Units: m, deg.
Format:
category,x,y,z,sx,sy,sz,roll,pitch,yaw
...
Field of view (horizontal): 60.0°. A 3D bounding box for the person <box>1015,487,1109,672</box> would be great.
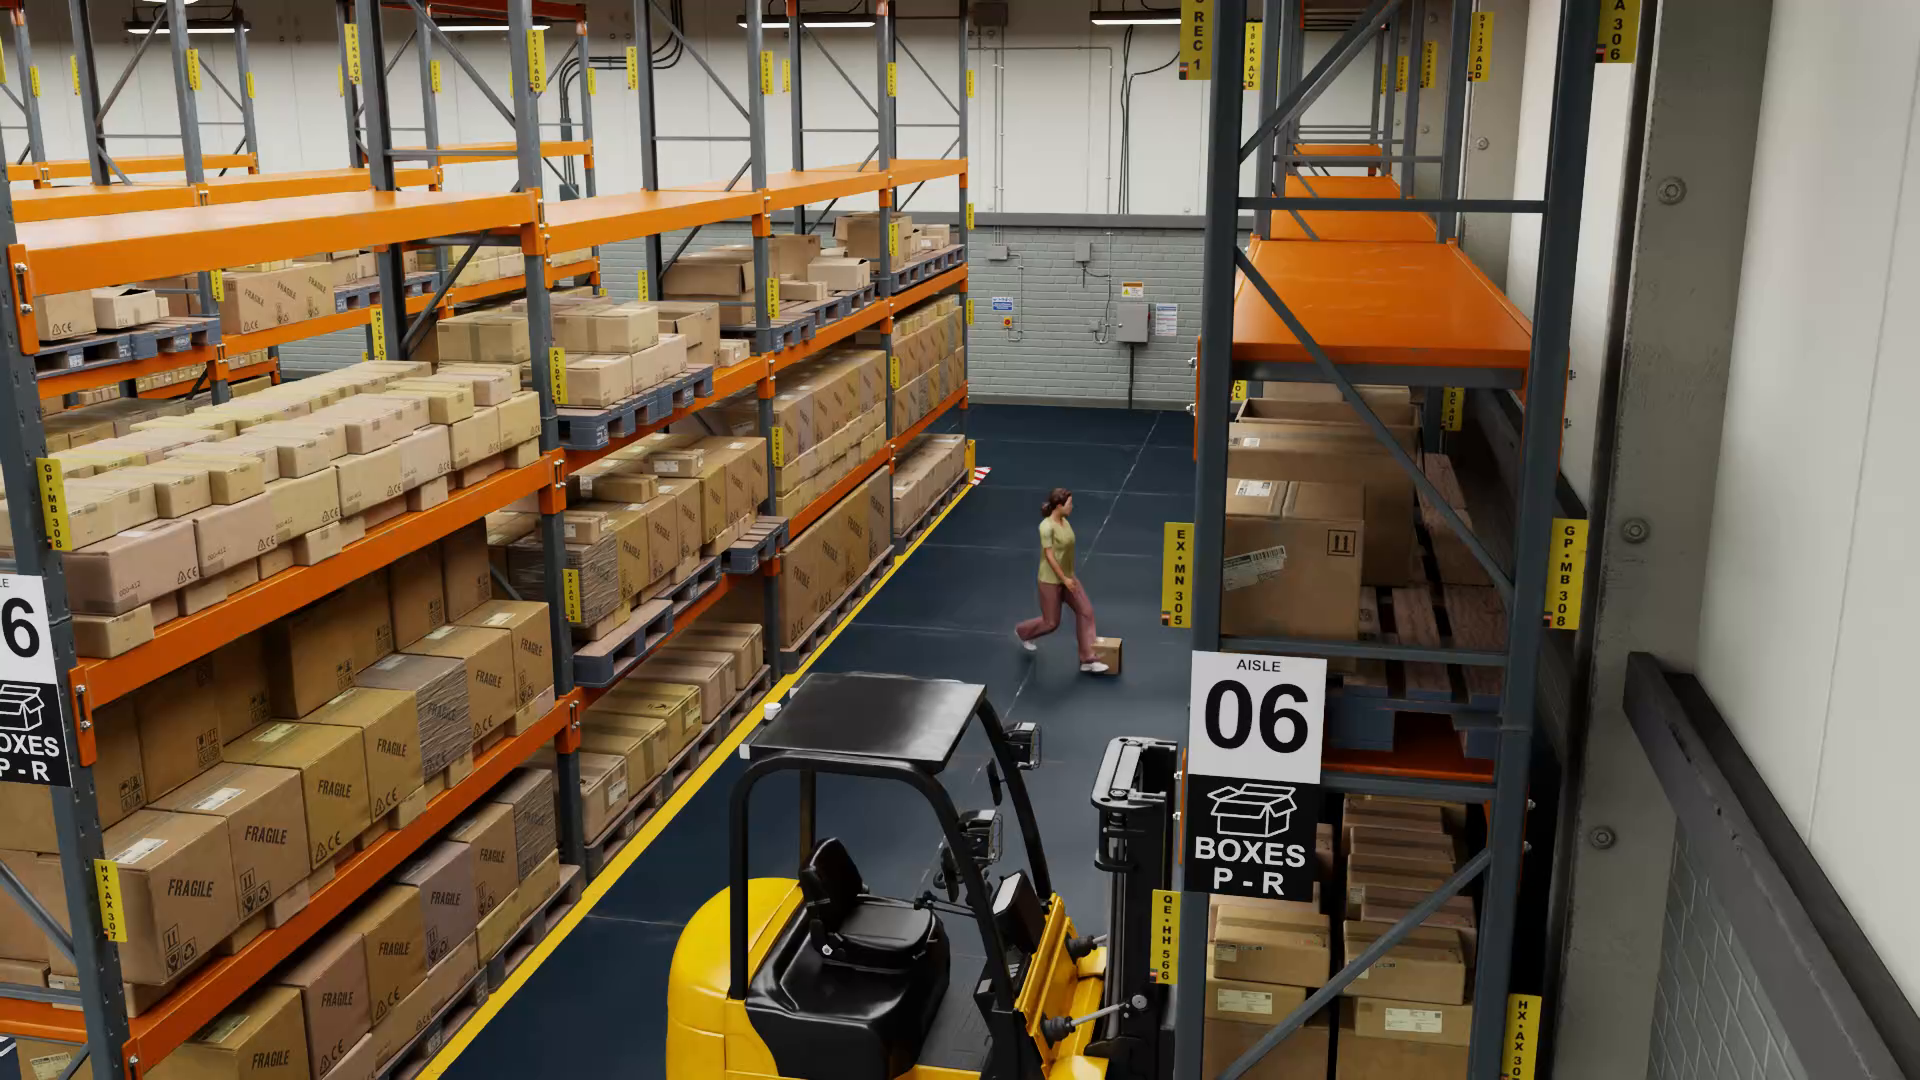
category,x,y,z,sx,sy,sz,roll,pitch,yaw
person,0.913,0.330,14.453,1.042,1.572,0.425,13,20,41
